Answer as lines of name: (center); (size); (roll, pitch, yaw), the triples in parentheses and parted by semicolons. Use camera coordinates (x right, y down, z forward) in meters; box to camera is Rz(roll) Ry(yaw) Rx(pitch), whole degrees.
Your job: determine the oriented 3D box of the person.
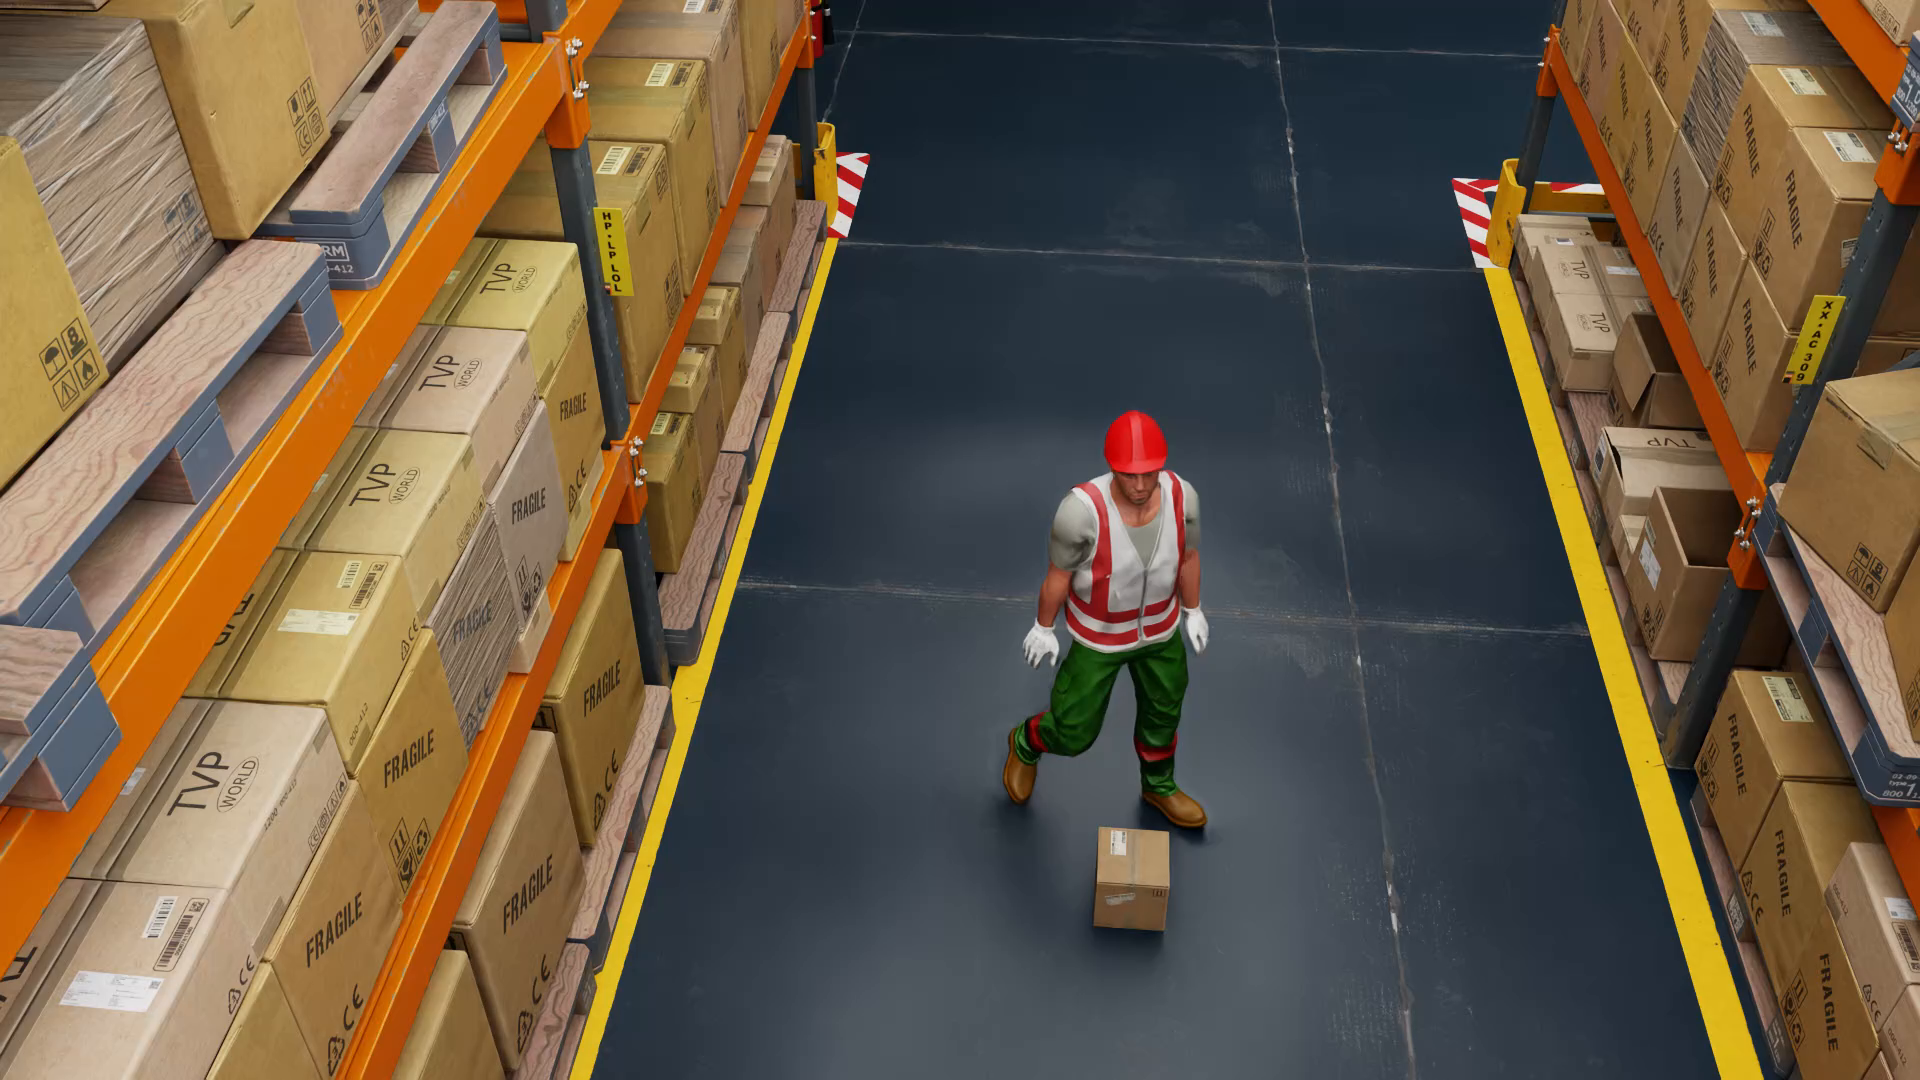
person: (0.535, 0.304, 5.766); (0.696, 1.789, 0.598); (-15, 42, -17)
